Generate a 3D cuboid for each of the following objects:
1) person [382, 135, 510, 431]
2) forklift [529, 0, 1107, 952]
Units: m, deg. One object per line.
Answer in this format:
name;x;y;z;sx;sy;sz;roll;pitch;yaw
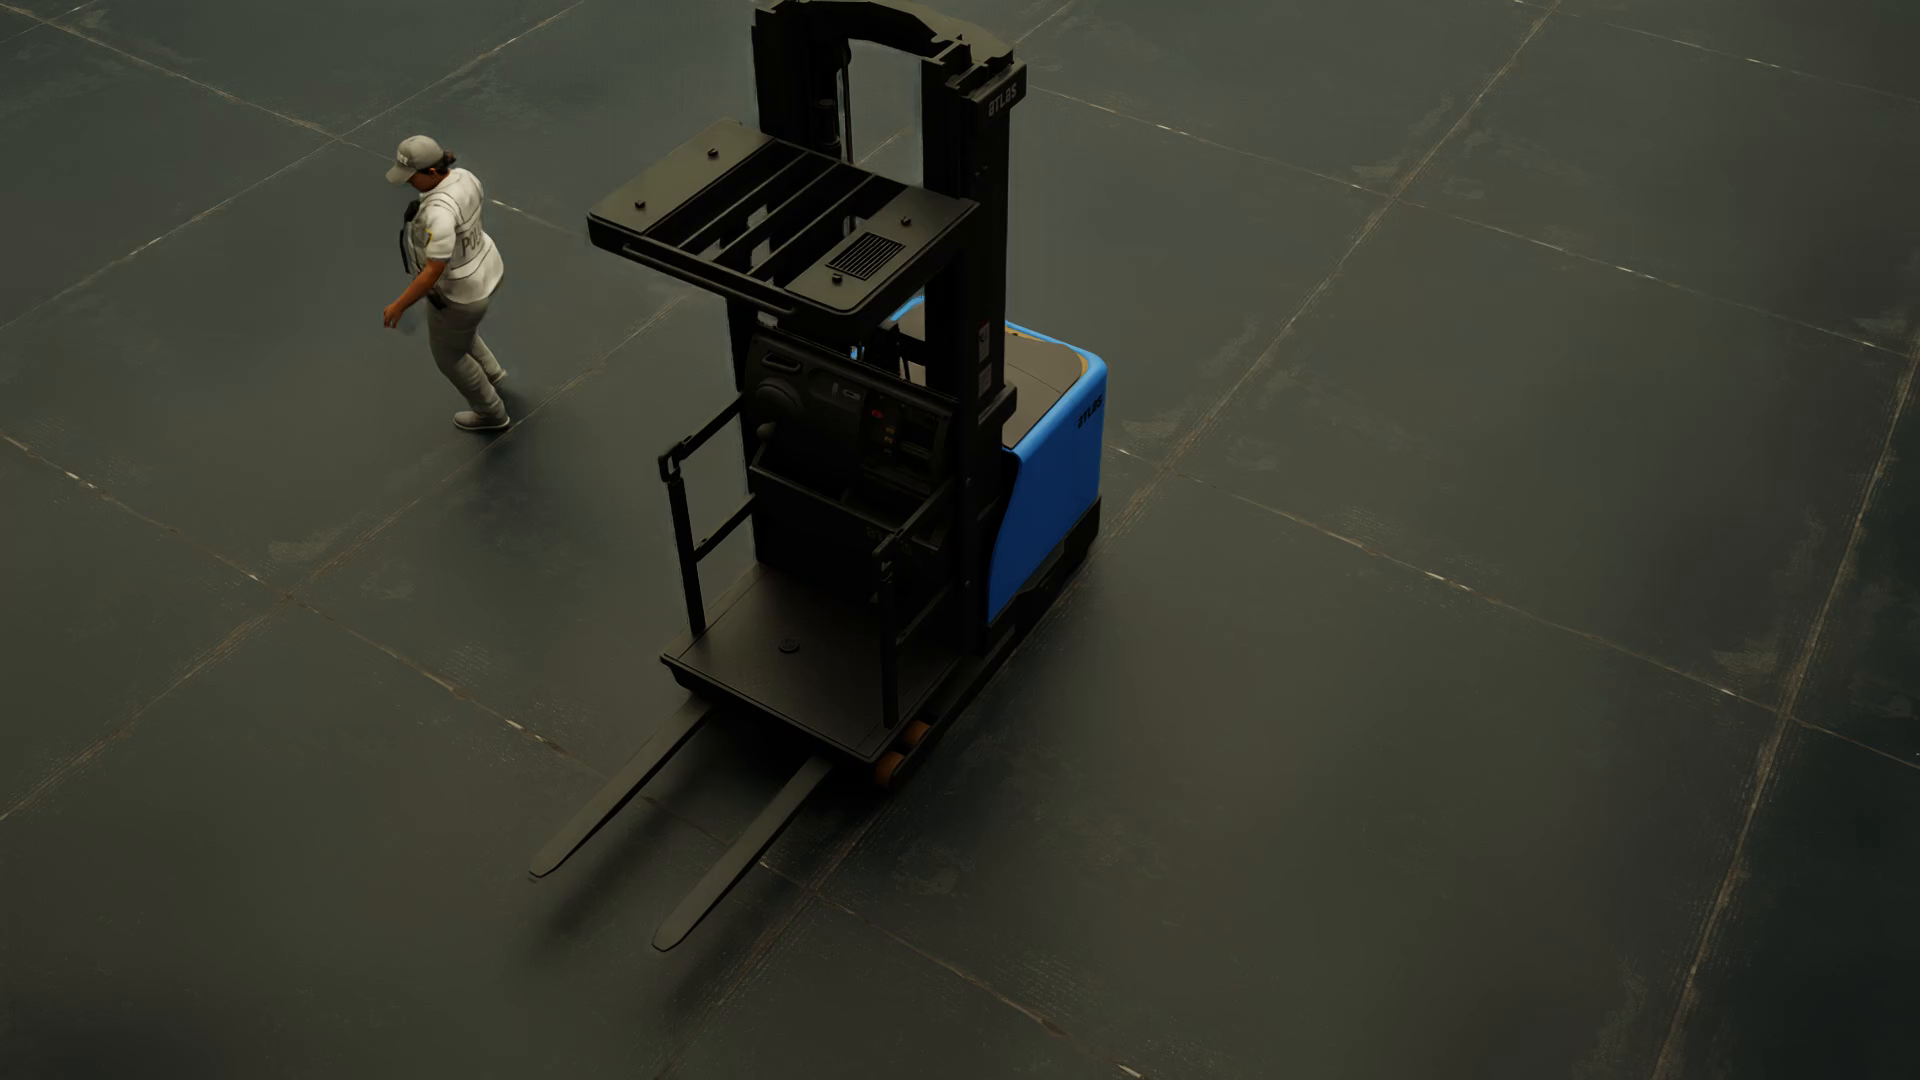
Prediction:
person;-2.486;-1.211;8.098;0.490;1.674;0.796;6;44;7
forklift;-0.553;-0.400;6.270;1.130;2.935;3.031;24;48;23
